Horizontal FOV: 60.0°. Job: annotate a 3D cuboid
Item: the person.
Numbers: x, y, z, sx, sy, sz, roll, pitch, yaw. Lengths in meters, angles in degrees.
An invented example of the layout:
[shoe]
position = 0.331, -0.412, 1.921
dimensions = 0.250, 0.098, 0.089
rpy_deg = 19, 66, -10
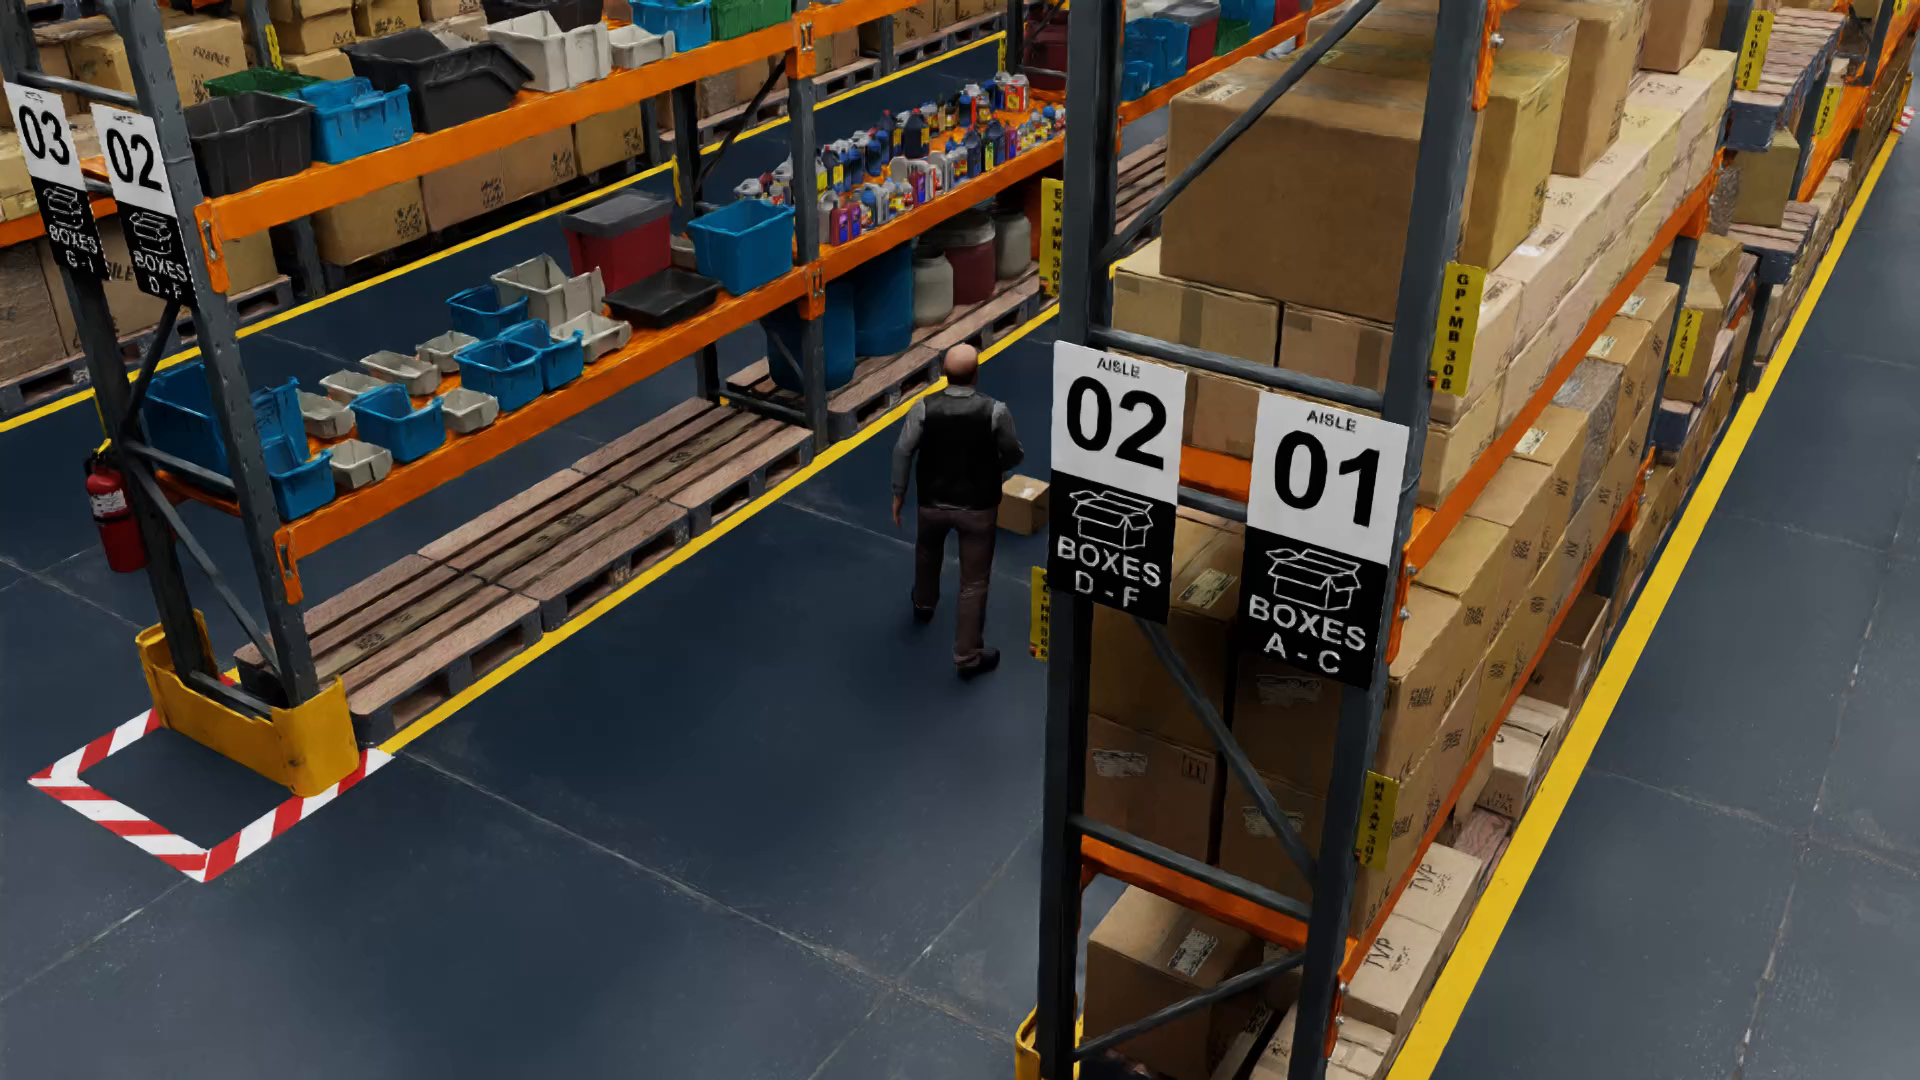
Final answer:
[person]
position = -0.027, -0.199, 8.582
dimensions = 0.678, 1.669, 0.795
rpy_deg = 8, 31, 13
